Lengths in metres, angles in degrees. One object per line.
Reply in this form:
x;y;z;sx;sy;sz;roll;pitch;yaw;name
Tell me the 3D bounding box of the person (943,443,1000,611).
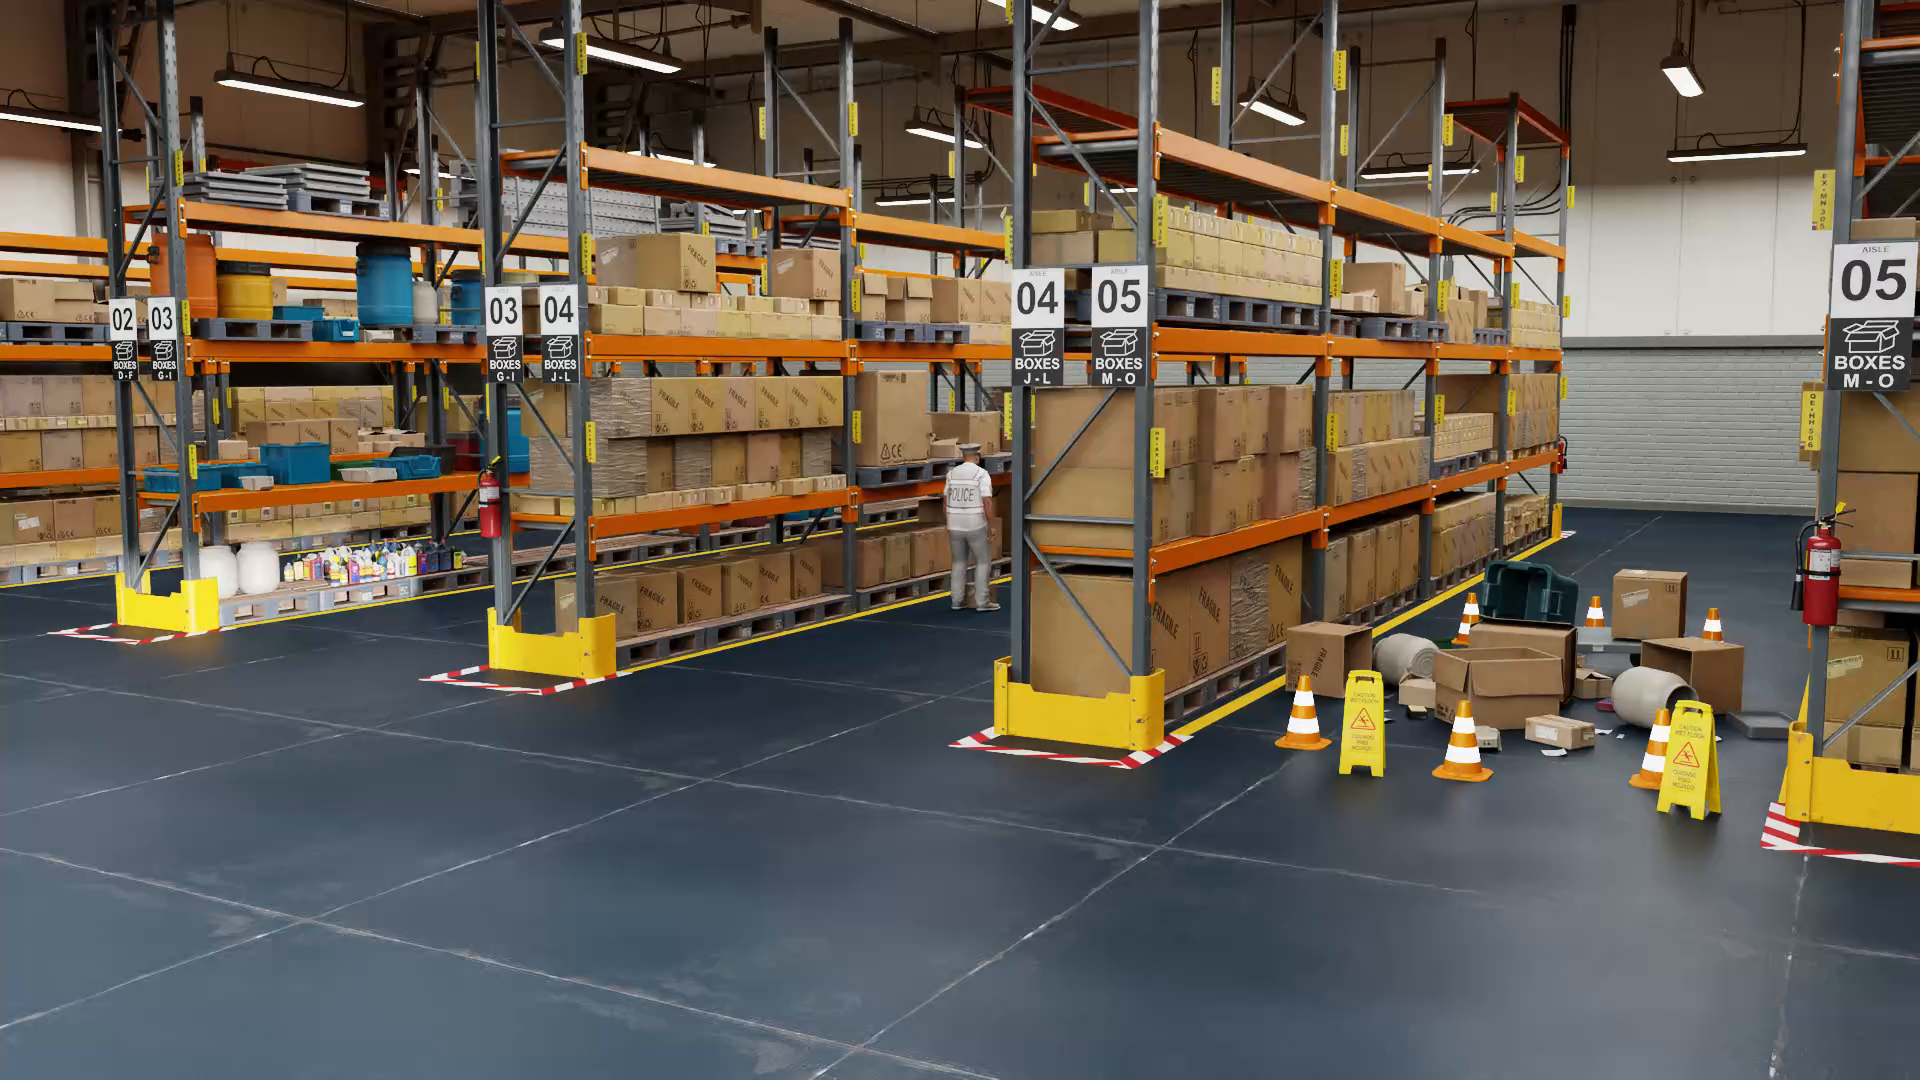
0.096;-0.134;17.392;0.585;1.747;0.439;3;7;29;person
